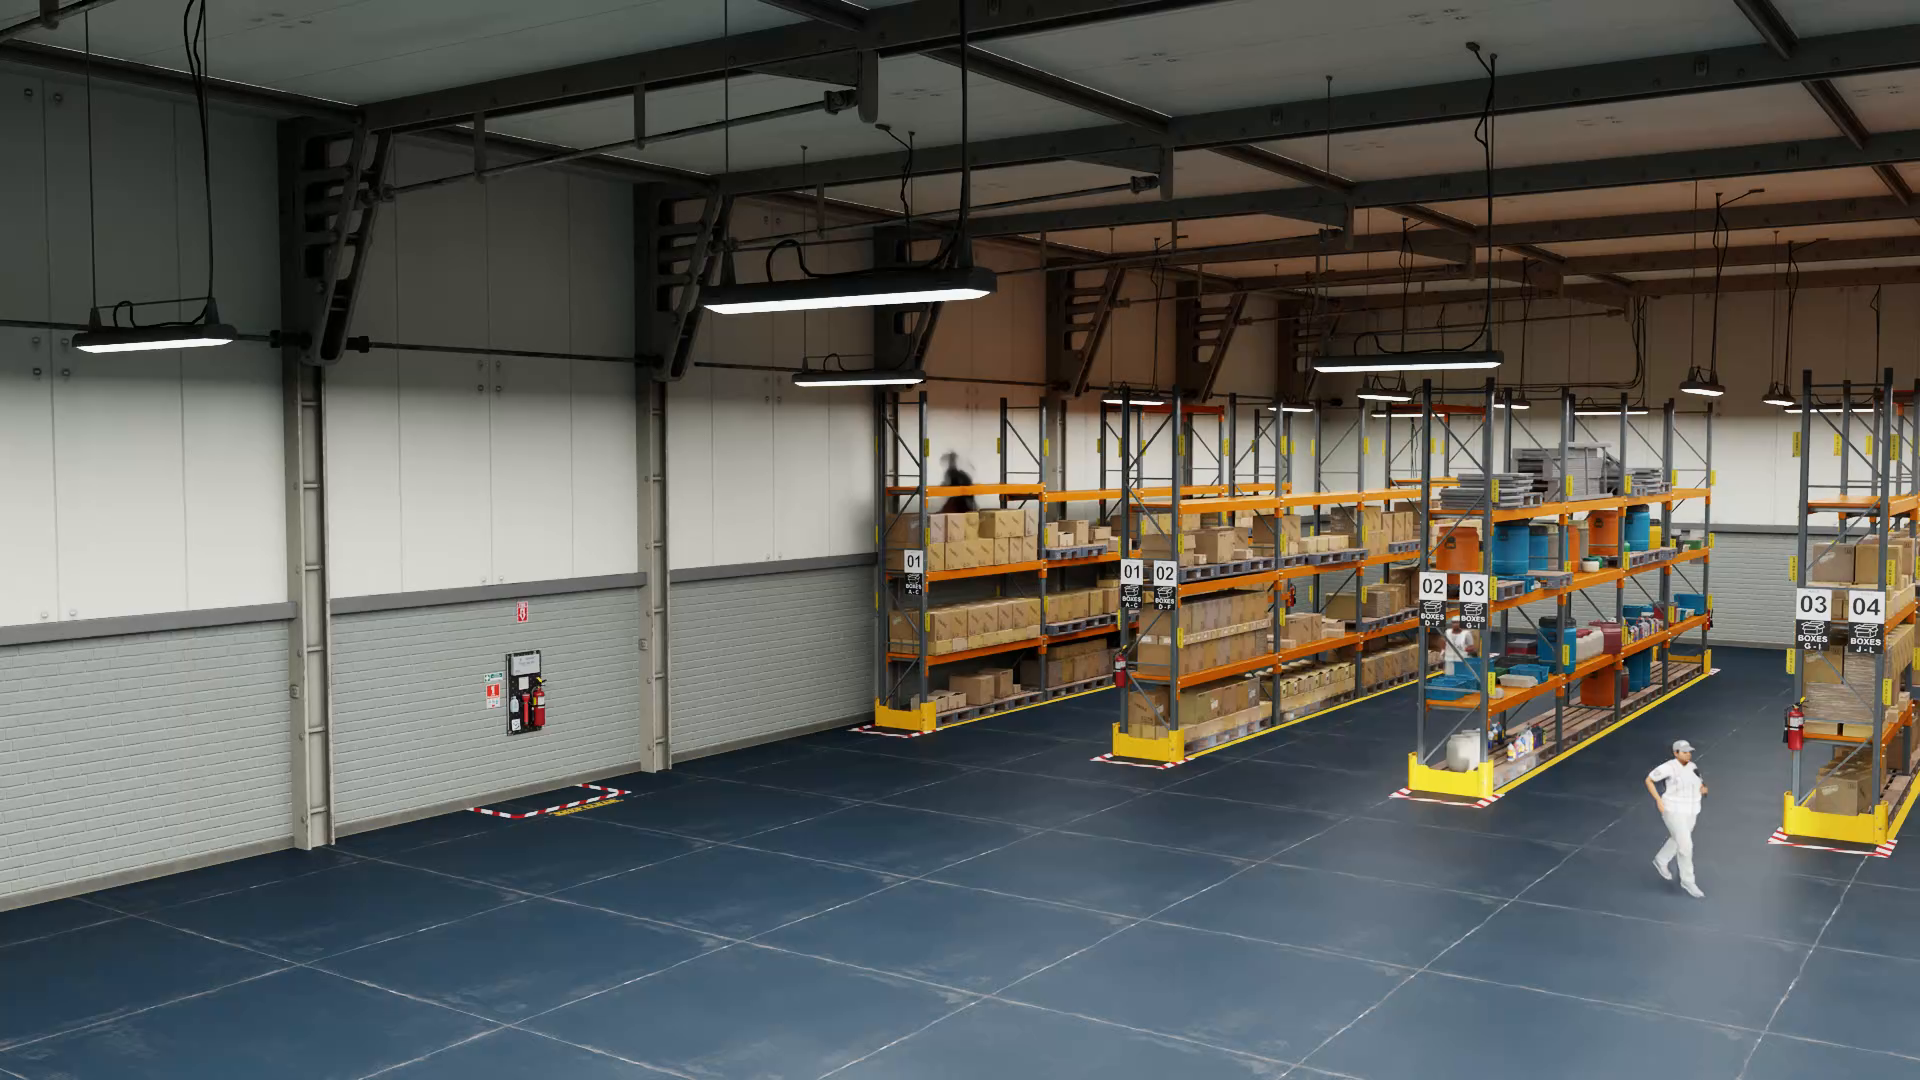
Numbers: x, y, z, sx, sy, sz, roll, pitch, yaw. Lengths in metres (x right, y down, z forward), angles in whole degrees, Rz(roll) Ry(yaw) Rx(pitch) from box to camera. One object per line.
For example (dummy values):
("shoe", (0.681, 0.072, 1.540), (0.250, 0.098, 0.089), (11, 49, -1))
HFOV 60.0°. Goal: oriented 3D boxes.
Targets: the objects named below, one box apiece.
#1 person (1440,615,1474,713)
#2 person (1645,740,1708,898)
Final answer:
("person", (9.457, 2.344, 31.681), (0.667, 1.819, 0.817), (2, 4, 28))
("person", (8.163, 3.113, 18.854), (0.592, 1.701, 0.847), (-1, 3, -24))
